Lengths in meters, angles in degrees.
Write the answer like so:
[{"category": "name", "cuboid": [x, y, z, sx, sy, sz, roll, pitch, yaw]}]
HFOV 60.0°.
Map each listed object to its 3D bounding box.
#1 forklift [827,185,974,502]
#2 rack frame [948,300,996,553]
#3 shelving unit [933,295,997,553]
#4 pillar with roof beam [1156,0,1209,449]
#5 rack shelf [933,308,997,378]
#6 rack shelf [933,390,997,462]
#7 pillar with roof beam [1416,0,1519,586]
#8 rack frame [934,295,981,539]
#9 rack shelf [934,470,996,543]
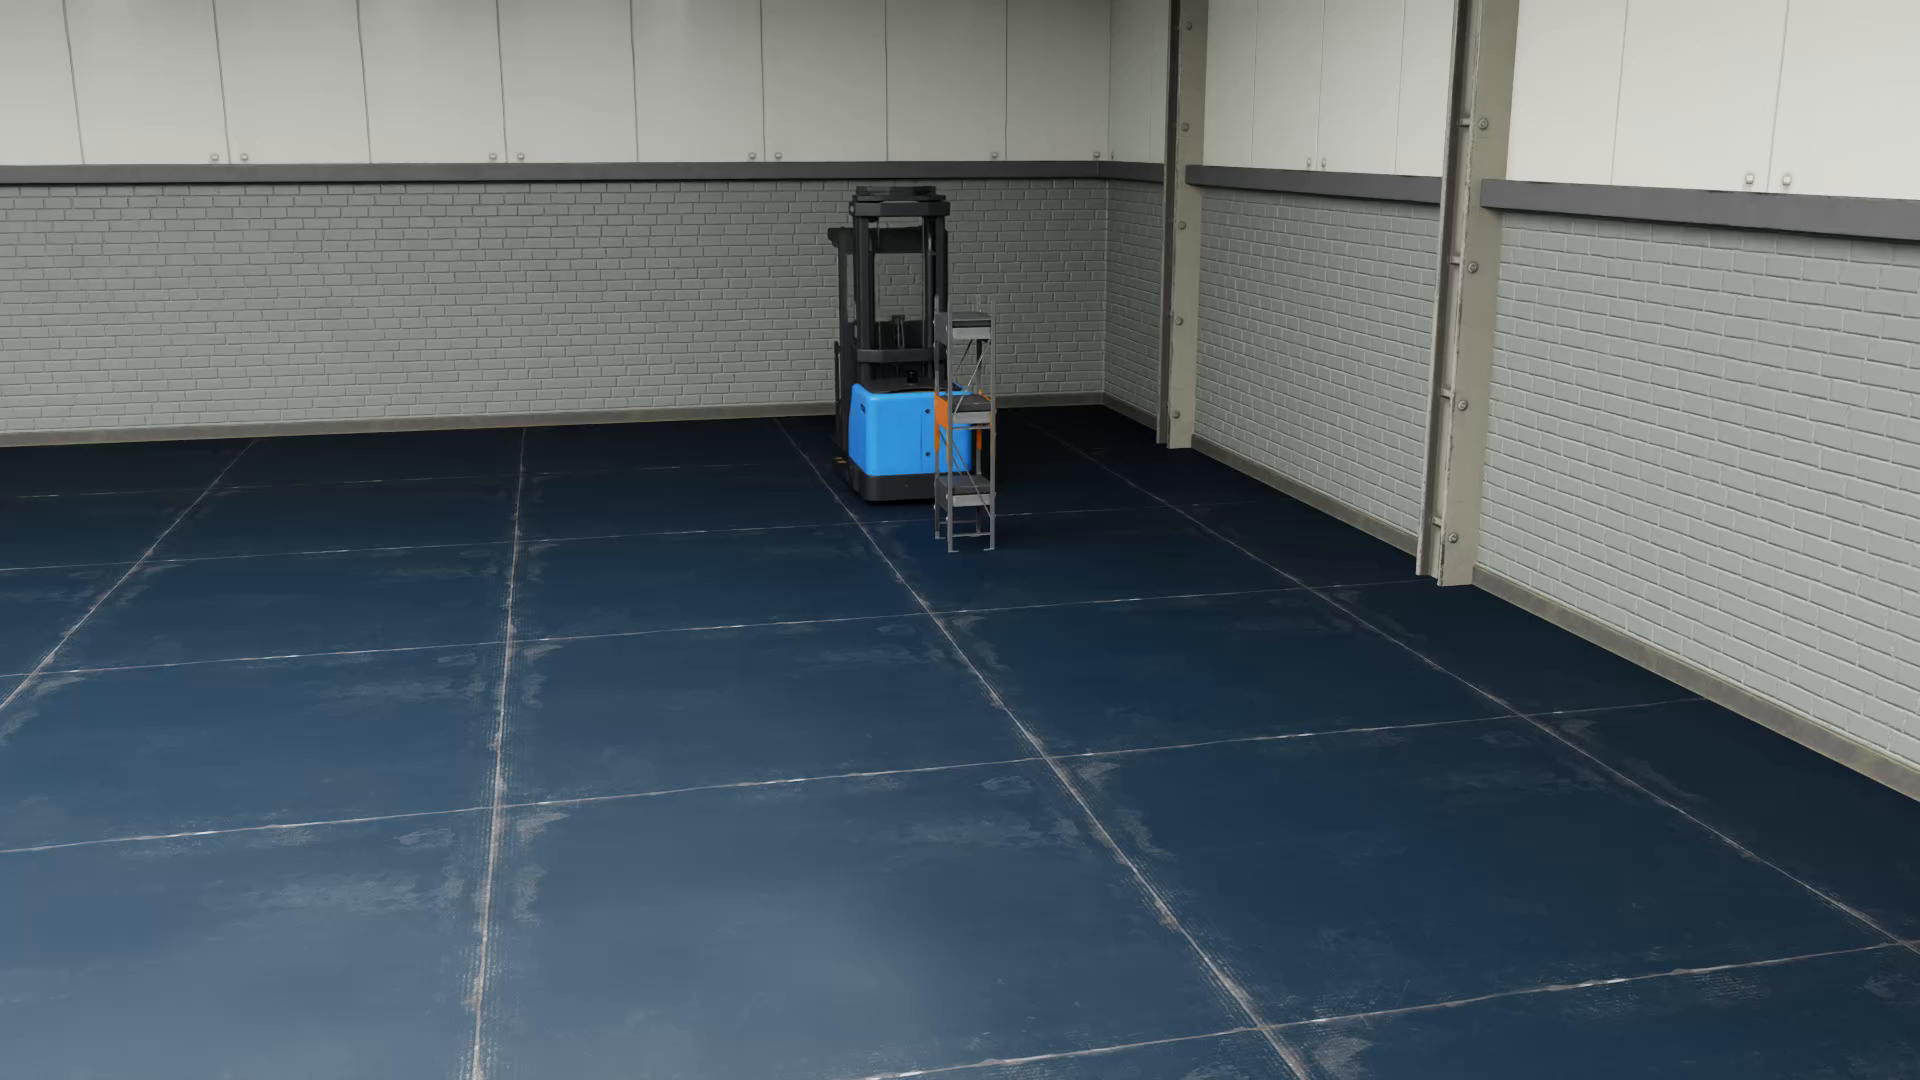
[{"category": "forklift", "cuboid": [-0.717, -2.092, 16.815, 1.130, 2.935, 3.031, -3, 14, -13]}, {"category": "rack frame", "cuboid": [0.096, -0.926, 13.791, 0.400, 2.100, 0.015, -3, 14, -13]}, {"category": "shelving unit", "cuboid": [0.039, -0.982, 14.022, 0.431, 2.100, 0.503, -3, 14, -13]}, {"category": "pillar with roof beam", "cuboid": [-1.749, -5.210, 16.790, 9.100, 9.000, 0.400, -3, 14, -13]}, {"category": "rack shelf", "cuboid": [0.039, -1.649, 13.859, 0.431, 0.518, 0.480, -3, 14, -13]}, {"category": "rack shelf", "cuboid": [0.039, -0.969, 14.025, 0.431, 0.518, 0.480, -3, 14, -13]}, {"category": "pillar with roof beam", "cuboid": [-0.340, -3.825, 11.124, 9.100, 9.000, 0.400, -3, 14, -13]}, {"category": "rack frame", "cuboid": [-0.018, -1.038, 14.252, 0.400, 2.100, 0.015, -3, 14, -13]}, {"category": "rack shelf", "cuboid": [0.039, -0.289, 14.191, 0.431, 0.518, 0.480, -3, 14, -13]}]
